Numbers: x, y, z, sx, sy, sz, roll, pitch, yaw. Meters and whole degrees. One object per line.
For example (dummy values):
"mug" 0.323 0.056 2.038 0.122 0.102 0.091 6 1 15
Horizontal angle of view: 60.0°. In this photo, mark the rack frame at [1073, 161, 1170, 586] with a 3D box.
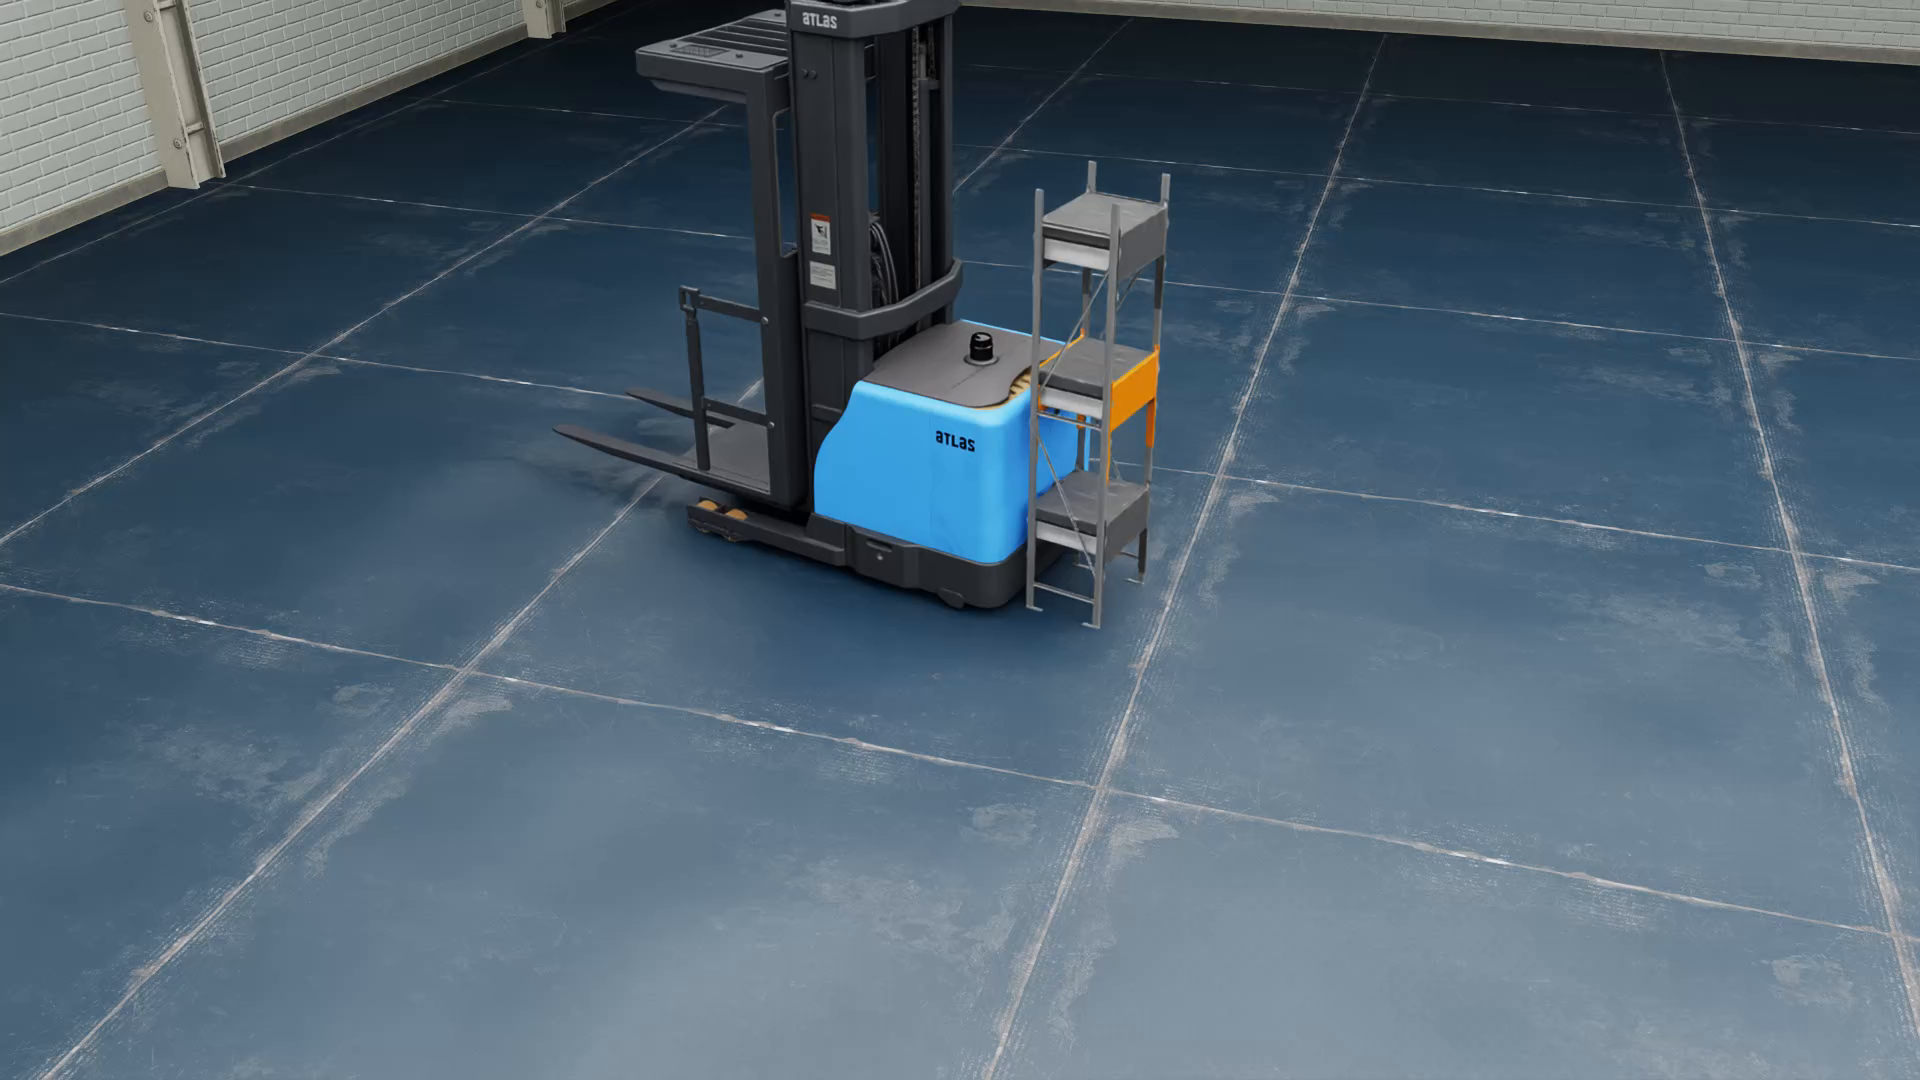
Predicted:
"rack frame" 0.752 -0.740 7.920 0.400 2.100 0.015 17 33 27

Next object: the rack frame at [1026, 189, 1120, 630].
"rack frame" 0.497 -0.538 7.557 0.400 2.100 0.015 17 33 27

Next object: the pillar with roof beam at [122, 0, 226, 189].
"pillar with roof beam" -2.452 -6.406 11.009 9.100 9.000 0.400 8 30 15

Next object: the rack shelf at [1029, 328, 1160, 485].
"rack shelf" 0.625 -0.627 7.745 0.431 0.518 0.480 17 33 27

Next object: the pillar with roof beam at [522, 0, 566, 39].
"pillar with roof beam" -0.691 -9.194 16.021 9.100 9.000 0.400 8 30 15

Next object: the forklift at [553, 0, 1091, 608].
"forklift" -0.848 -1.472 8.381 3.031 2.935 1.130 17 33 27

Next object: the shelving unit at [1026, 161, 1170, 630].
"shelving unit" 0.625 -0.639 7.739 0.431 2.100 0.503 17 33 27

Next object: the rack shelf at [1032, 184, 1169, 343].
"rack shelf" 0.625 -1.239 7.405 0.431 0.518 0.480 17 33 27

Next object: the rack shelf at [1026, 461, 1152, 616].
"rack shelf" 0.625 -0.015 8.086 0.431 0.518 0.480 17 33 27
